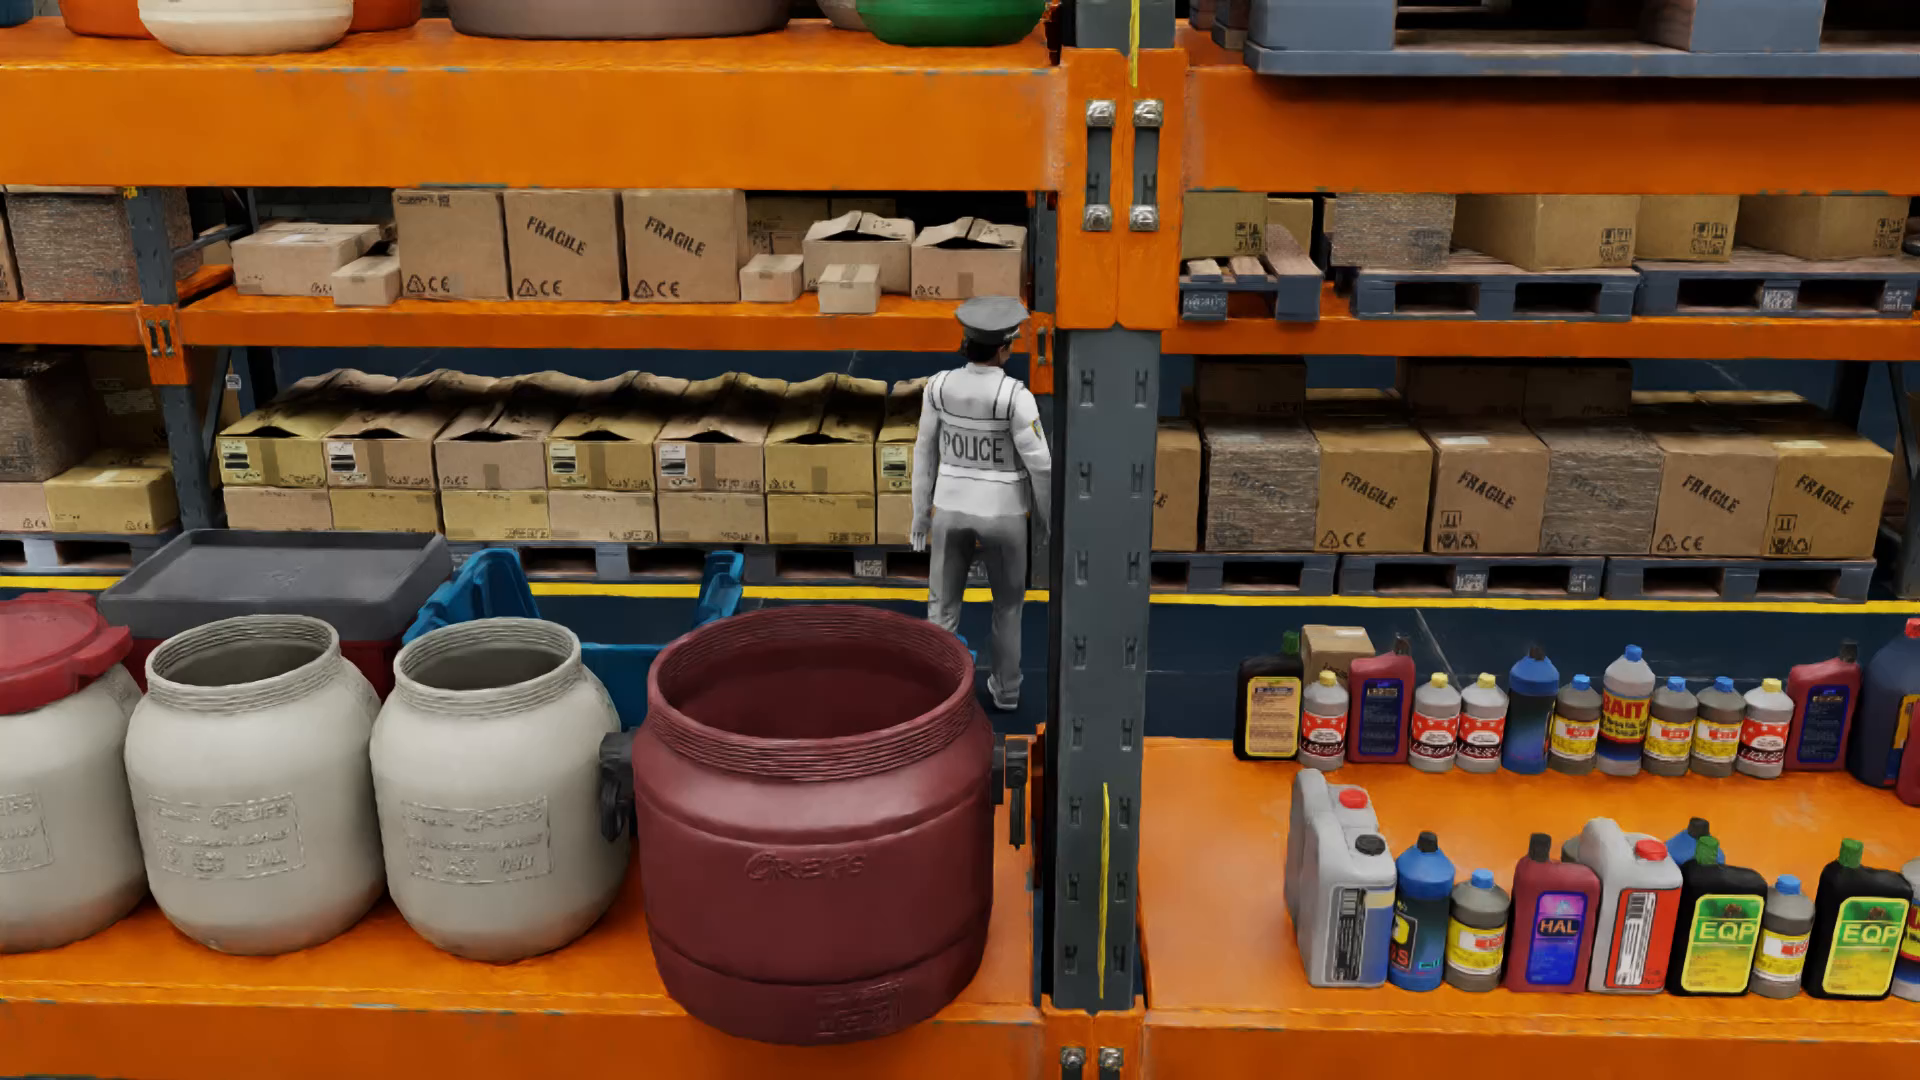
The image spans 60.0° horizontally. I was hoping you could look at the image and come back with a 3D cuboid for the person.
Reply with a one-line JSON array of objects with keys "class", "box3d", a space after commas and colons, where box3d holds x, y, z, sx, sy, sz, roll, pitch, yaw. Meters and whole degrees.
[{"class": "person", "box3d": [0.100, -0.090, 6.298, 0.568, 1.677, 0.564, 7, 22, 18]}]
